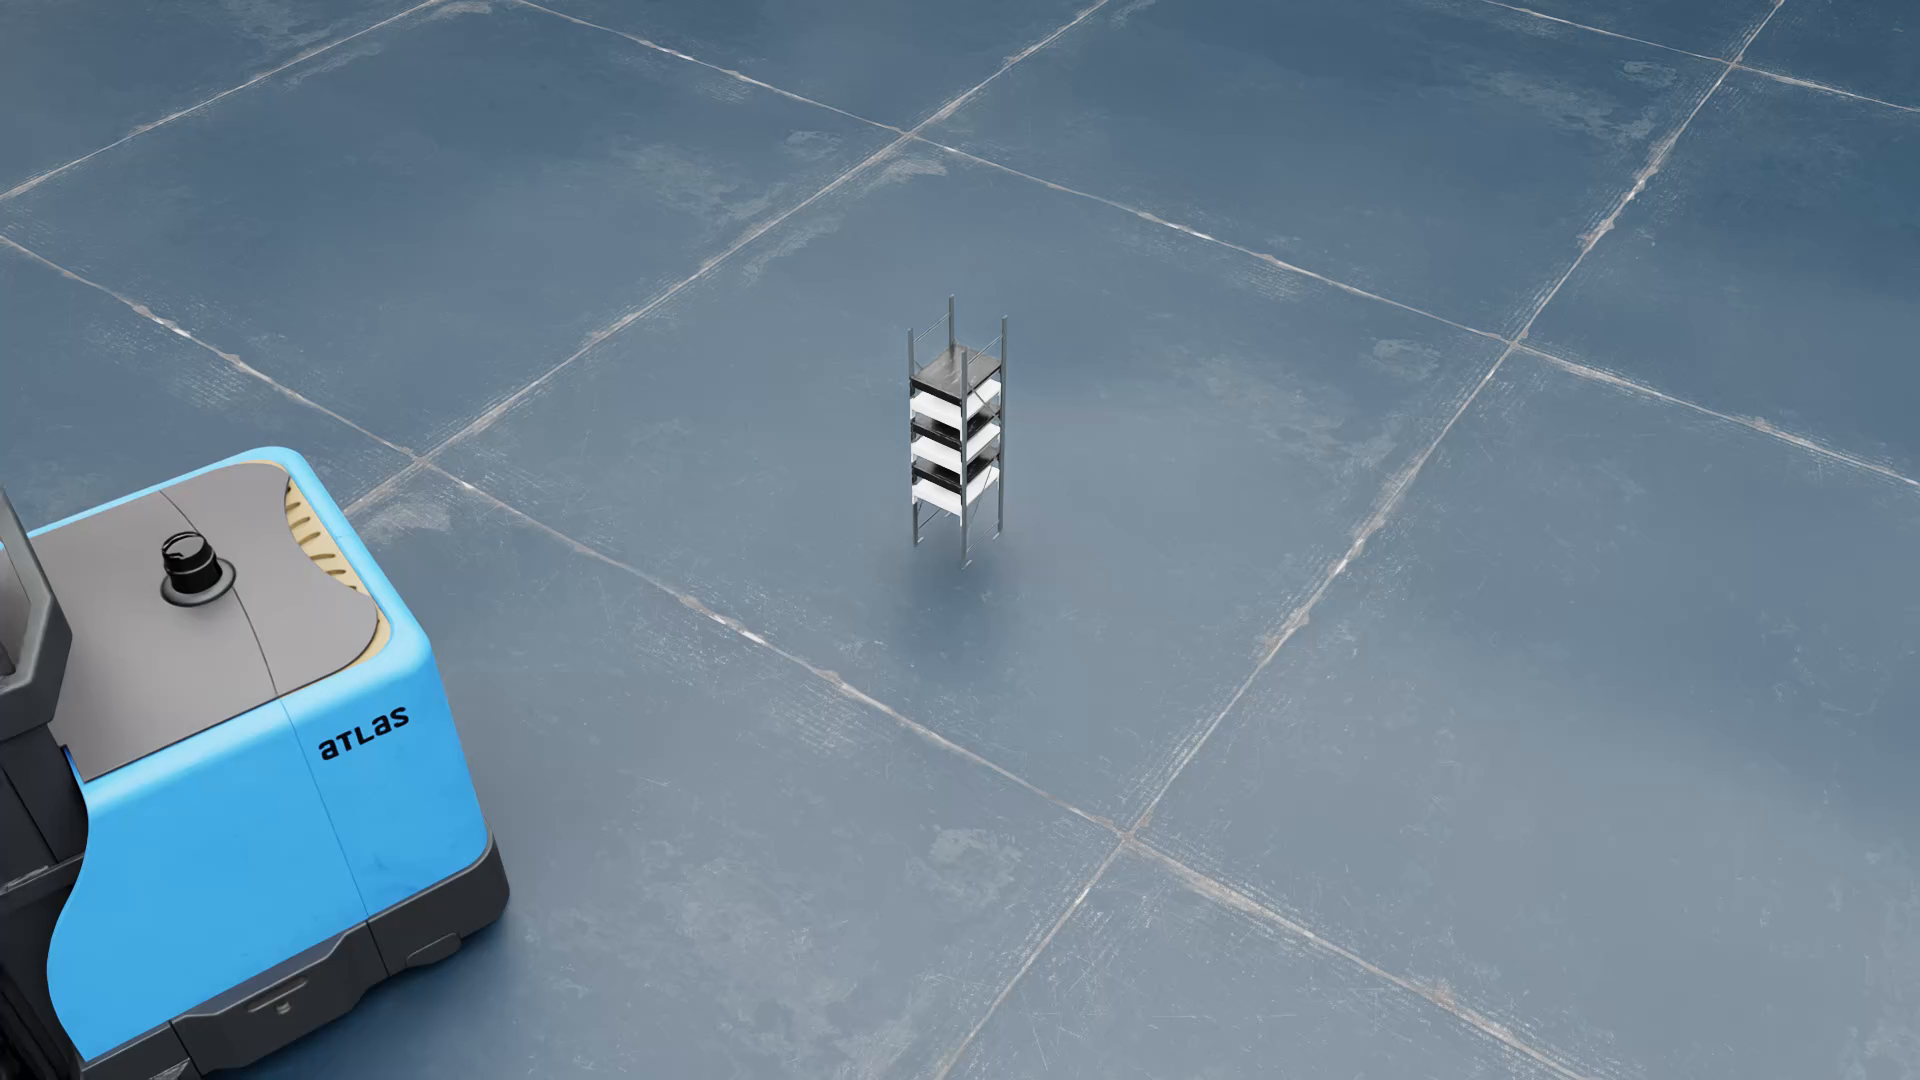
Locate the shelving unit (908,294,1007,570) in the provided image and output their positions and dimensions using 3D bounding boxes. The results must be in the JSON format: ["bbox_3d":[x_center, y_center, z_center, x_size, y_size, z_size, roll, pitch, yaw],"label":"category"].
[{"bbox_3d":[-0.007,-0.338,5.453,0.210,0.900,0.258,25,48,25],"label":"shelving unit"}]

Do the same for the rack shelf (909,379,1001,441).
[{"bbox_3d":[-0.007,-0.448,5.356,0.200,0.077,0.258,25,48,25],"label":"rack shelf"}]

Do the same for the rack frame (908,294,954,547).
[{"bbox_3d":[-0.090,-0.377,5.497,0.006,0.900,0.240,25,48,25],"label":"rack frame"}]

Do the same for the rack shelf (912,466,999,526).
[{"bbox_3d":[-0.007,-0.179,5.596,0.200,0.077,0.258,25,48,25],"label":"rack shelf"}]

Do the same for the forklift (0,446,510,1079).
[{"bbox_3d":[-2.723,0.271,3.249,3.031,2.935,1.130,-26,48,-26],"label":"forklift"}]

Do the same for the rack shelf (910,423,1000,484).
[{"bbox_3d":[-0.007,-0.314,5.476,0.200,0.077,0.258,25,48,25],"label":"rack shelf"}]

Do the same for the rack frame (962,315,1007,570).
[{"bbox_3d":[0.077,-0.300,5.410,0.006,0.900,0.240,25,48,25],"label":"rack frame"}]

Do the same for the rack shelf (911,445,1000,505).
[{"bbox_3d":[-0.007,-0.247,5.536,0.200,0.077,0.258,25,48,25],"label":"rack shelf"}]

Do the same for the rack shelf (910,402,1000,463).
[{"bbox_3d":[-0.007,-0.381,5.416,0.200,0.077,0.258,25,48,25],"label":"rack shelf"}]

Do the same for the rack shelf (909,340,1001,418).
[{"bbox_3d":[-0.007,-0.515,5.296,0.200,0.077,0.258,25,48,25],"label":"rack shelf"}]
